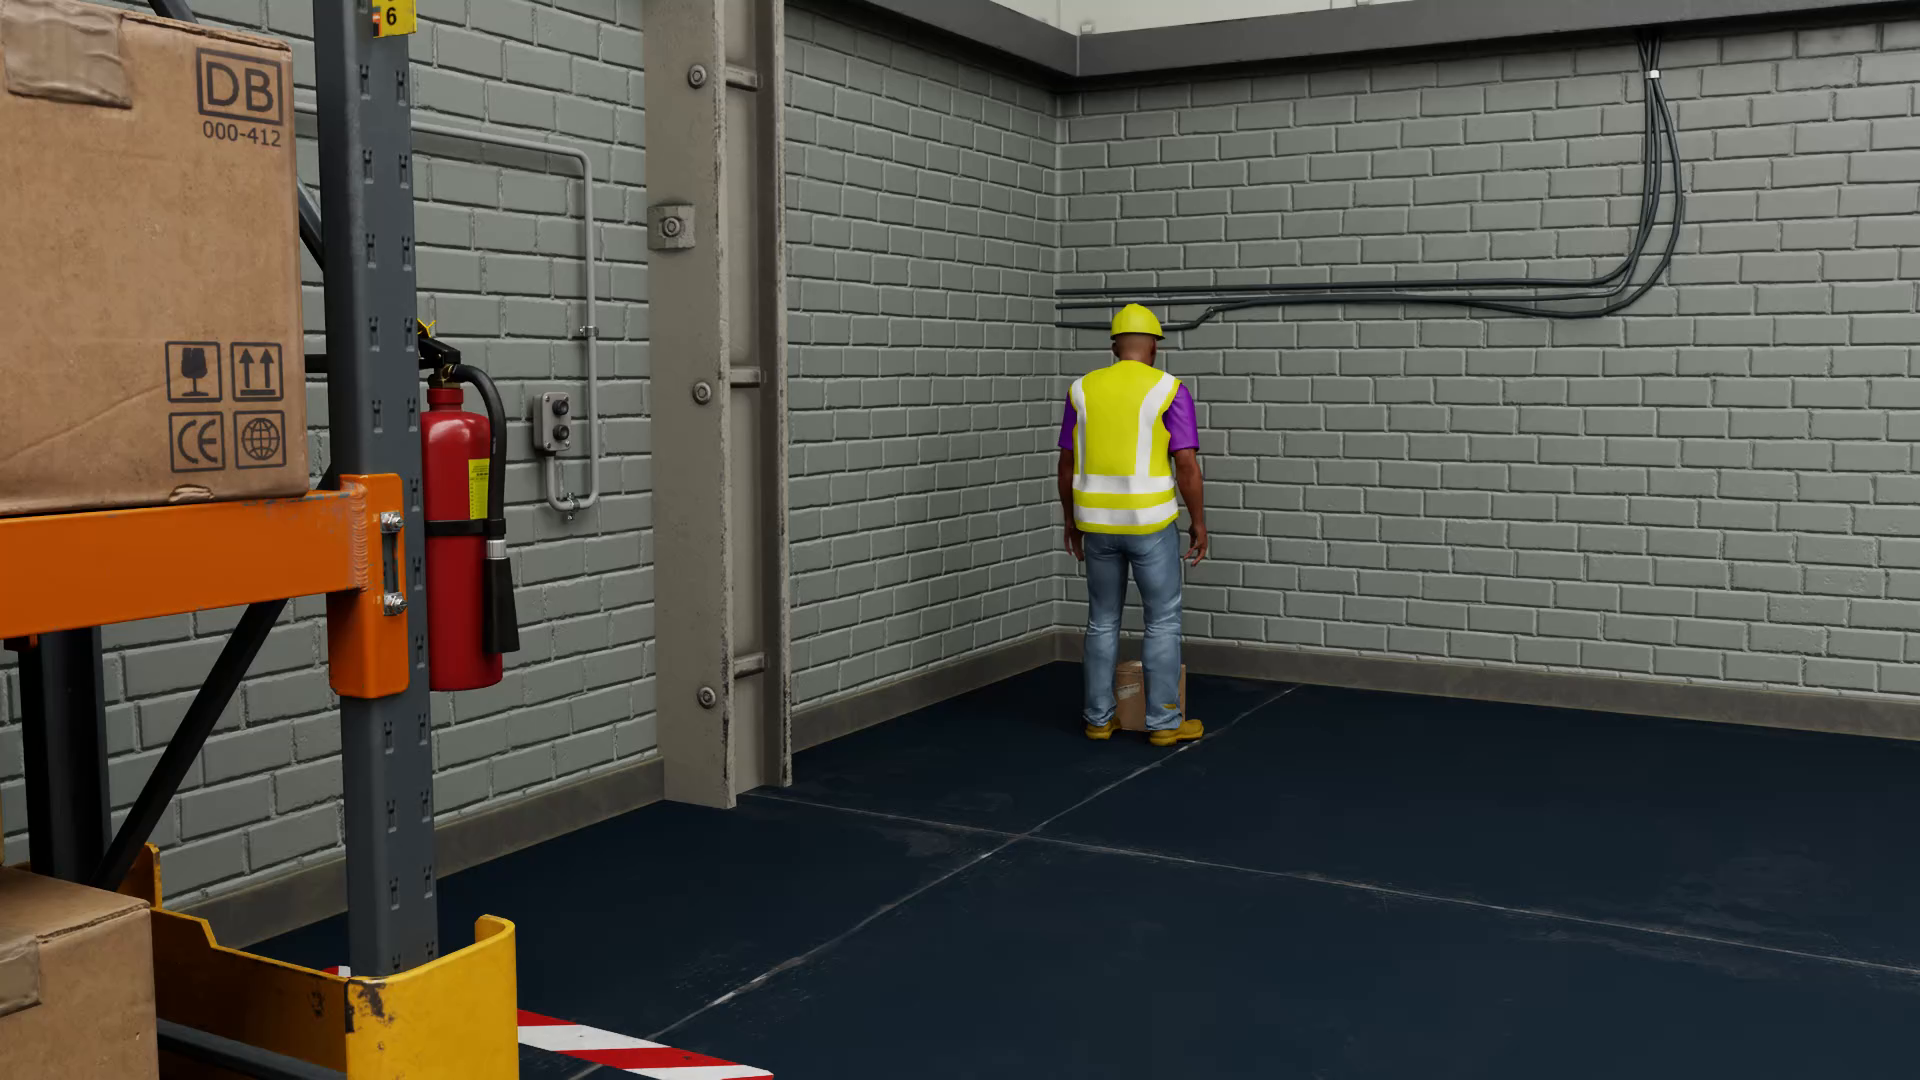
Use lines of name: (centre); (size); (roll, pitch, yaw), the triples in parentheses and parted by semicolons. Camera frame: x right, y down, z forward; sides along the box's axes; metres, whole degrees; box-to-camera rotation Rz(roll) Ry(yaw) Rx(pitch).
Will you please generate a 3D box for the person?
person: (0.698, -0.070, 6.723); (0.628, 1.761, 0.457); (3, 7, 29)
